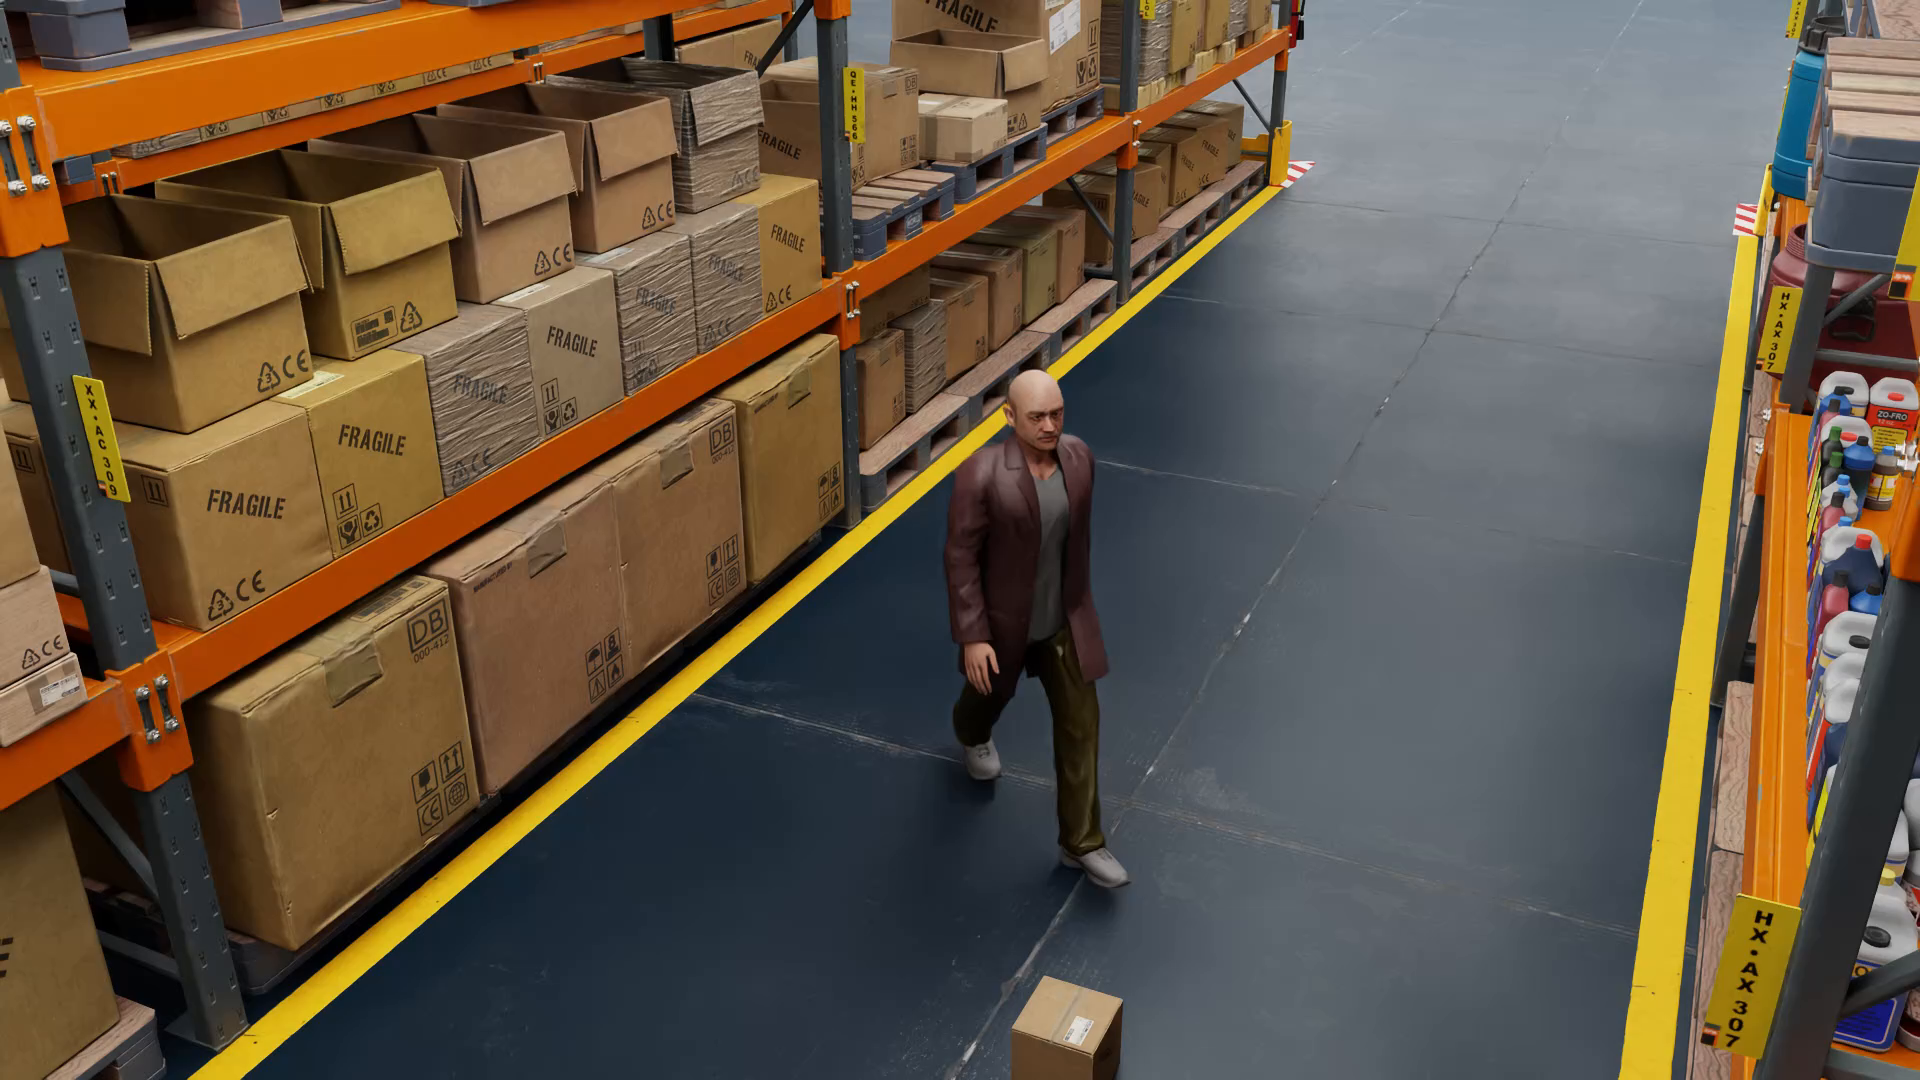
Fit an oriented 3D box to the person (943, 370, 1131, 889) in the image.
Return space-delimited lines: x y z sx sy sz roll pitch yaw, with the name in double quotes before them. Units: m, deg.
"person" 0.219 0.249 5.629 0.602 1.737 1.147 -9 27 -18
